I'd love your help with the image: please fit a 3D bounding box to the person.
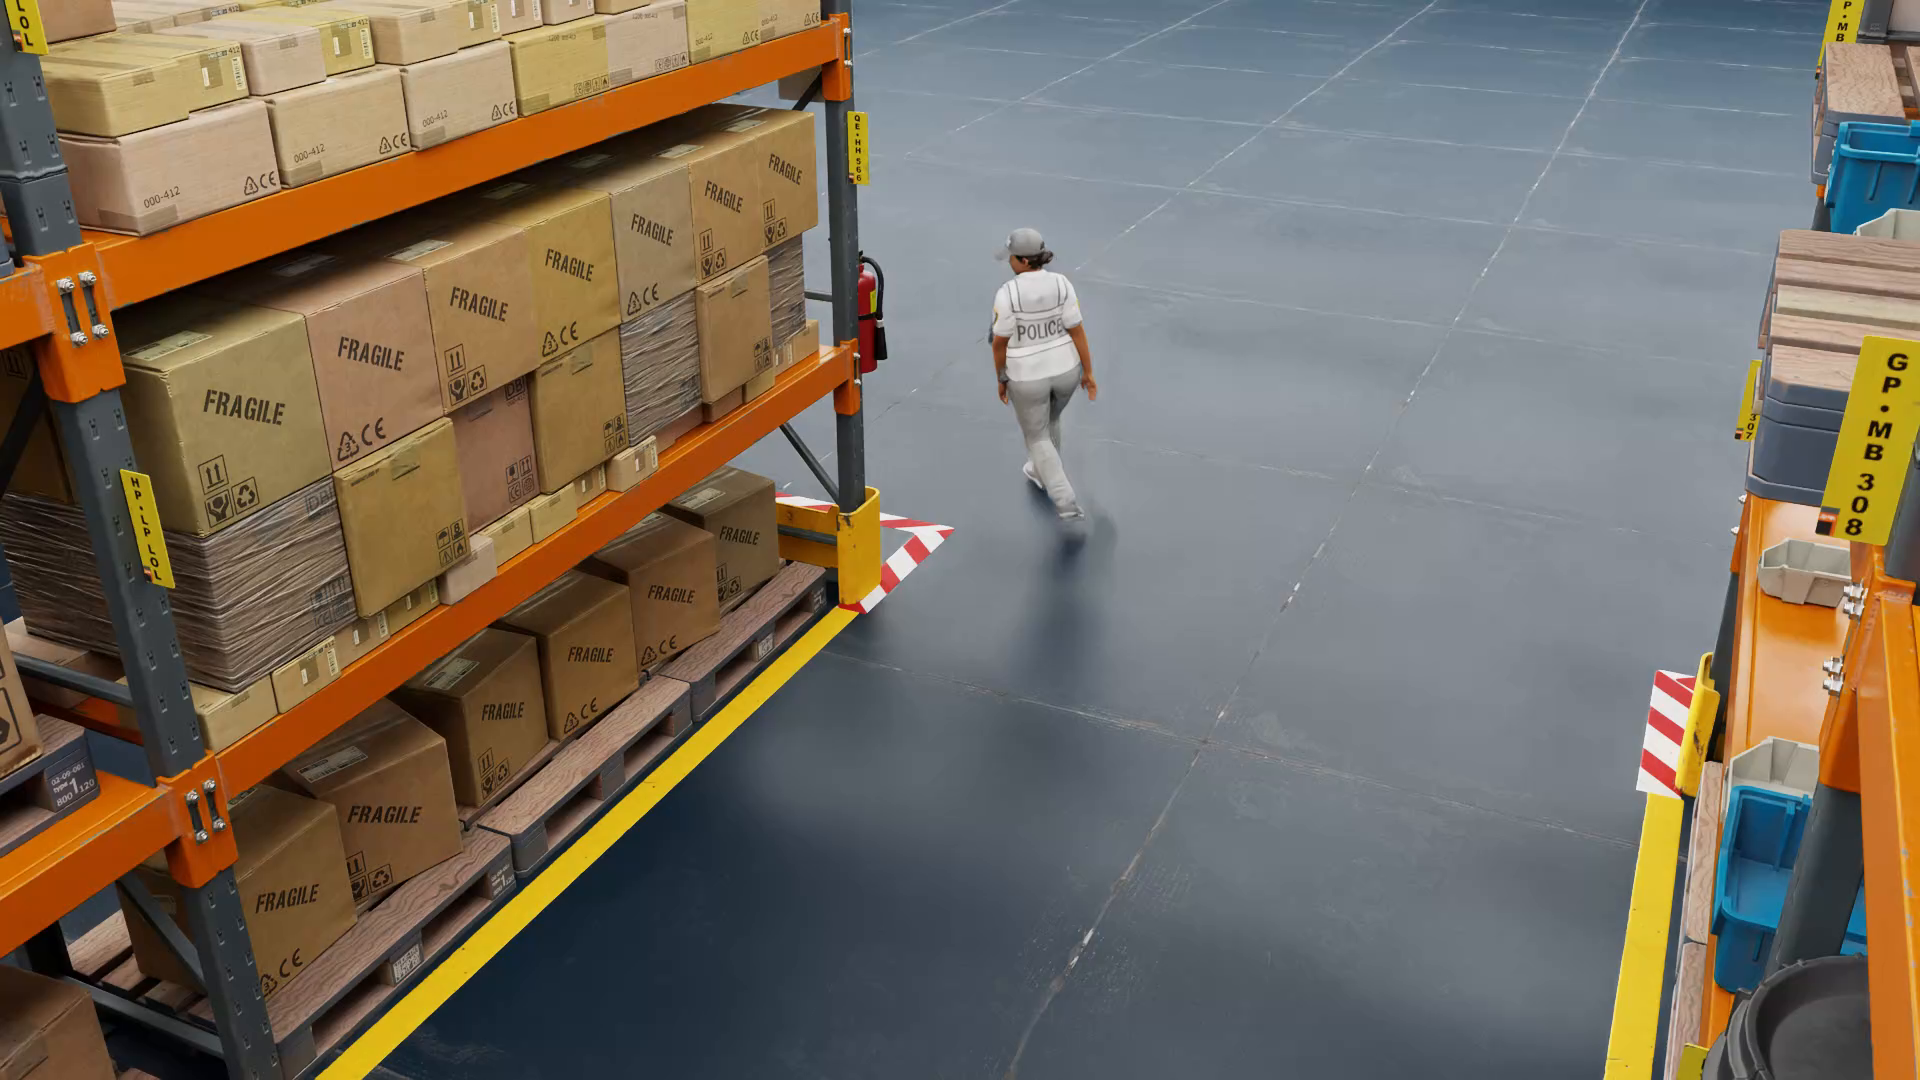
[{"bbox_3d":[0.435,-0.898,8.949,0.564,1.593,0.926,-12,29,-22],"label":"person"}]
